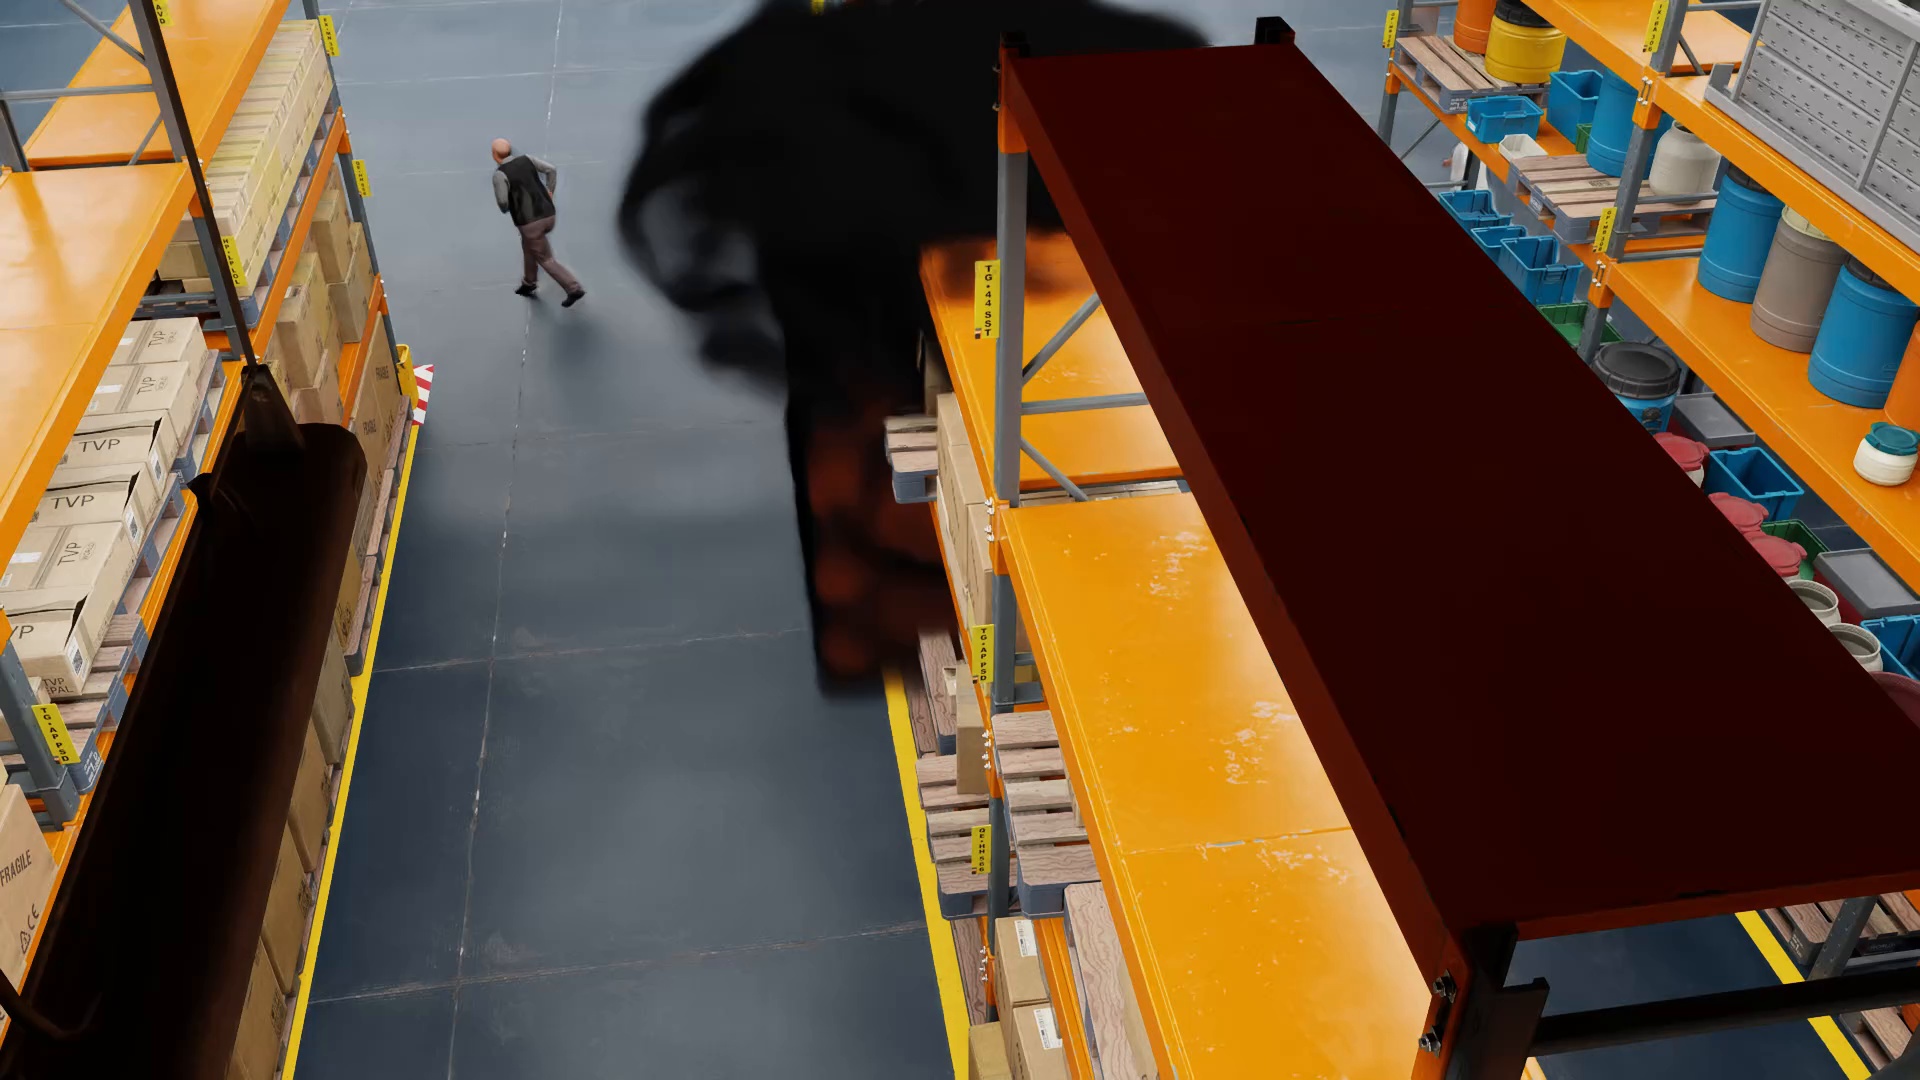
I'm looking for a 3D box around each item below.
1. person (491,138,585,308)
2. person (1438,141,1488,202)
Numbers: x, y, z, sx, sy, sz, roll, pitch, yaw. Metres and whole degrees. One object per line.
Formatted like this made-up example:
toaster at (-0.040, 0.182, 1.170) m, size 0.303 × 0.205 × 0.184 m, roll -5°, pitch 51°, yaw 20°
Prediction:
person at (-4.089, -3.036, 16.242) m, size 1.007 × 1.676 × 0.697 m, roll 24°, pitch 43°, yaw 29°
person at (5.038, -3.373, 16.551) m, size 0.749 × 1.846 × 0.868 m, roll -26°, pitch 43°, yaw -31°
